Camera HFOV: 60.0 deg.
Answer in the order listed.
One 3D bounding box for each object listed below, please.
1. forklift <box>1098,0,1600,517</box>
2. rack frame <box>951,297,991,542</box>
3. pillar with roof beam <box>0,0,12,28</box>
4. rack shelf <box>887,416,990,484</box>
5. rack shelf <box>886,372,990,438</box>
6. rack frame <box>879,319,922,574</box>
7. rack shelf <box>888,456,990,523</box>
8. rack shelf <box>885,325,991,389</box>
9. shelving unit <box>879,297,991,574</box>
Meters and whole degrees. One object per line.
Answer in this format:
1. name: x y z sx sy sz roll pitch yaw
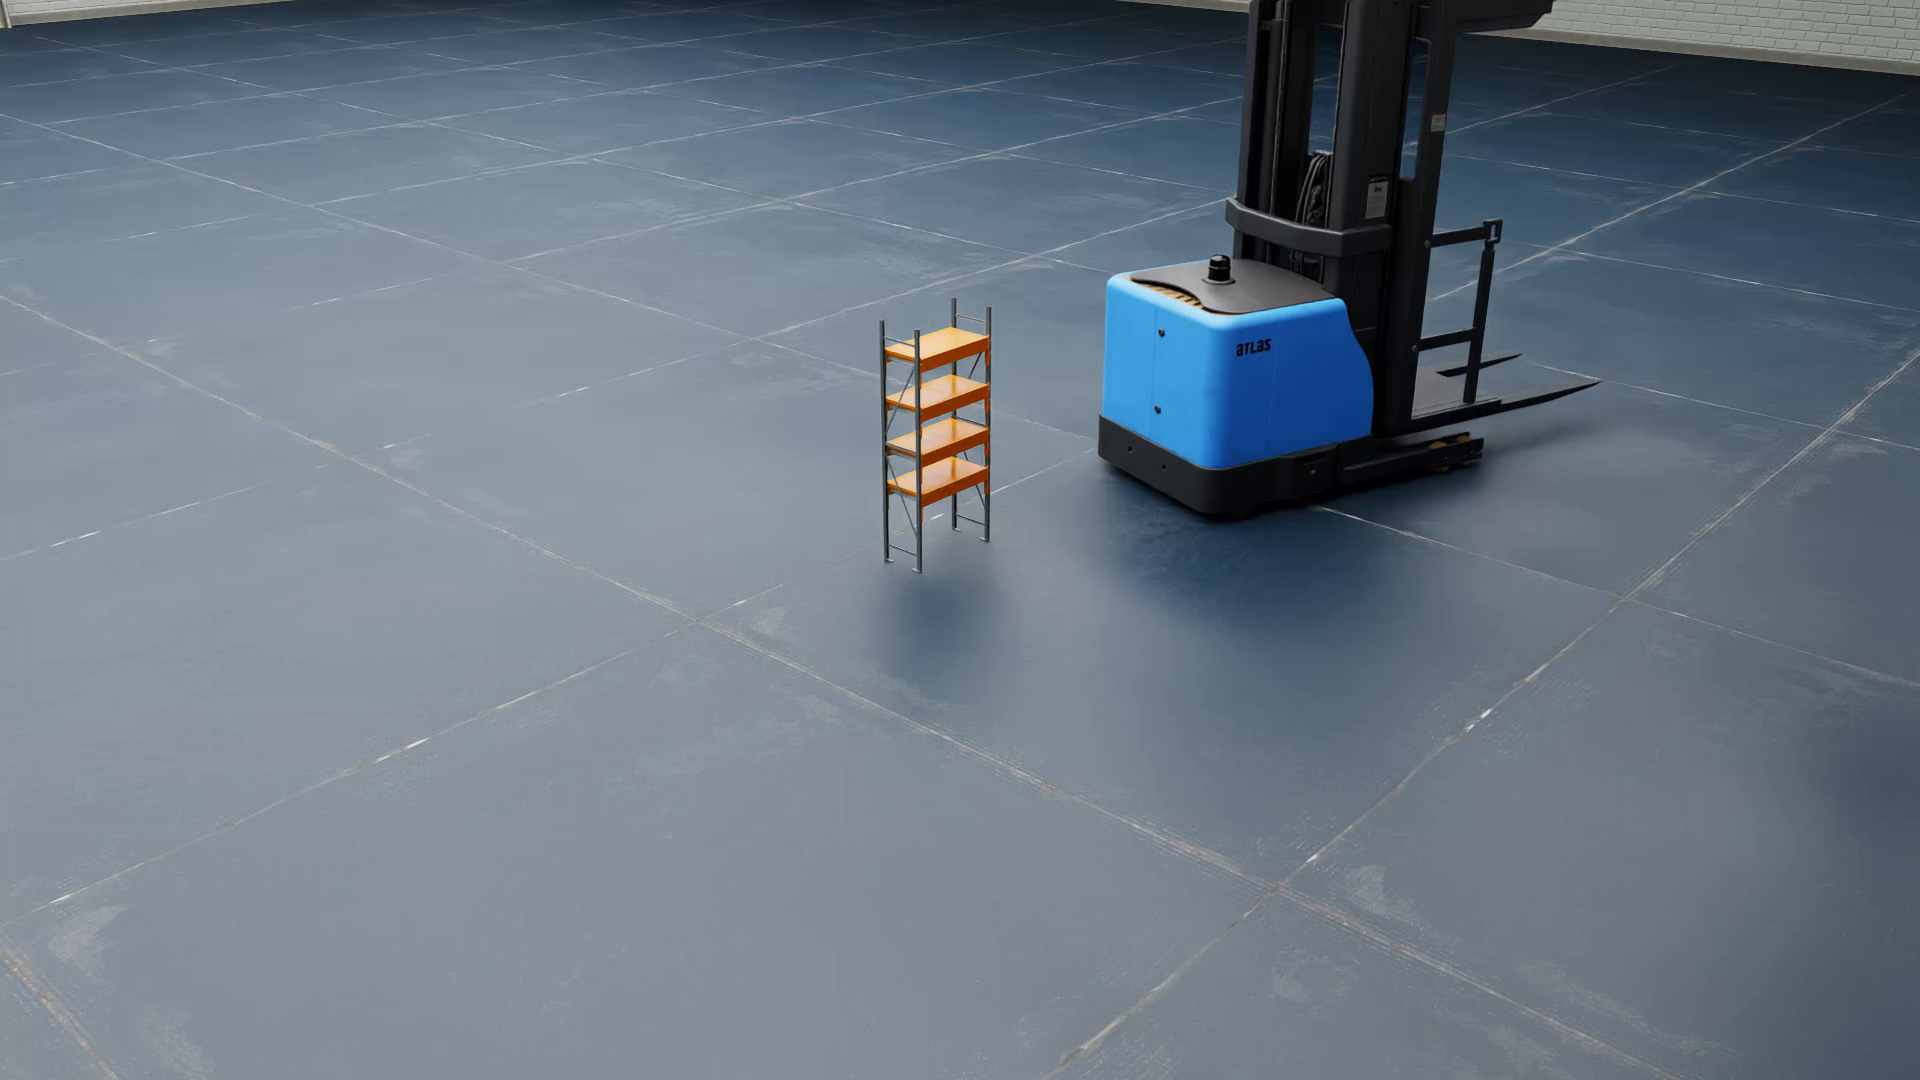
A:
1. forklift: 2.292 -1.880 8.860 3.031 2.935 1.130 -13 27 -27
2. rack frame: 0.052 -0.571 8.058 0.240 1.200 0.015 20 31 38
3. pillar with roof beam: -12.072 -11.034 21.861 9.100 9.000 0.400 20 31 38
4. rack shelf: -0.110 -0.436 7.920 0.258 0.148 0.480 20 31 38
5. rack shelf: -0.110 -0.640 7.828 0.258 0.148 0.480 20 31 38
6. rack frame: -0.273 -0.423 7.726 0.240 1.200 0.015 20 31 38
7. rack shelf: -0.110 -0.254 8.001 0.258 0.148 0.480 20 31 38
8. rack shelf: -0.110 -0.856 7.731 0.258 0.148 0.480 20 31 38
9. shelving unit: -0.110 -0.497 7.892 0.258 1.200 0.503 20 31 38
